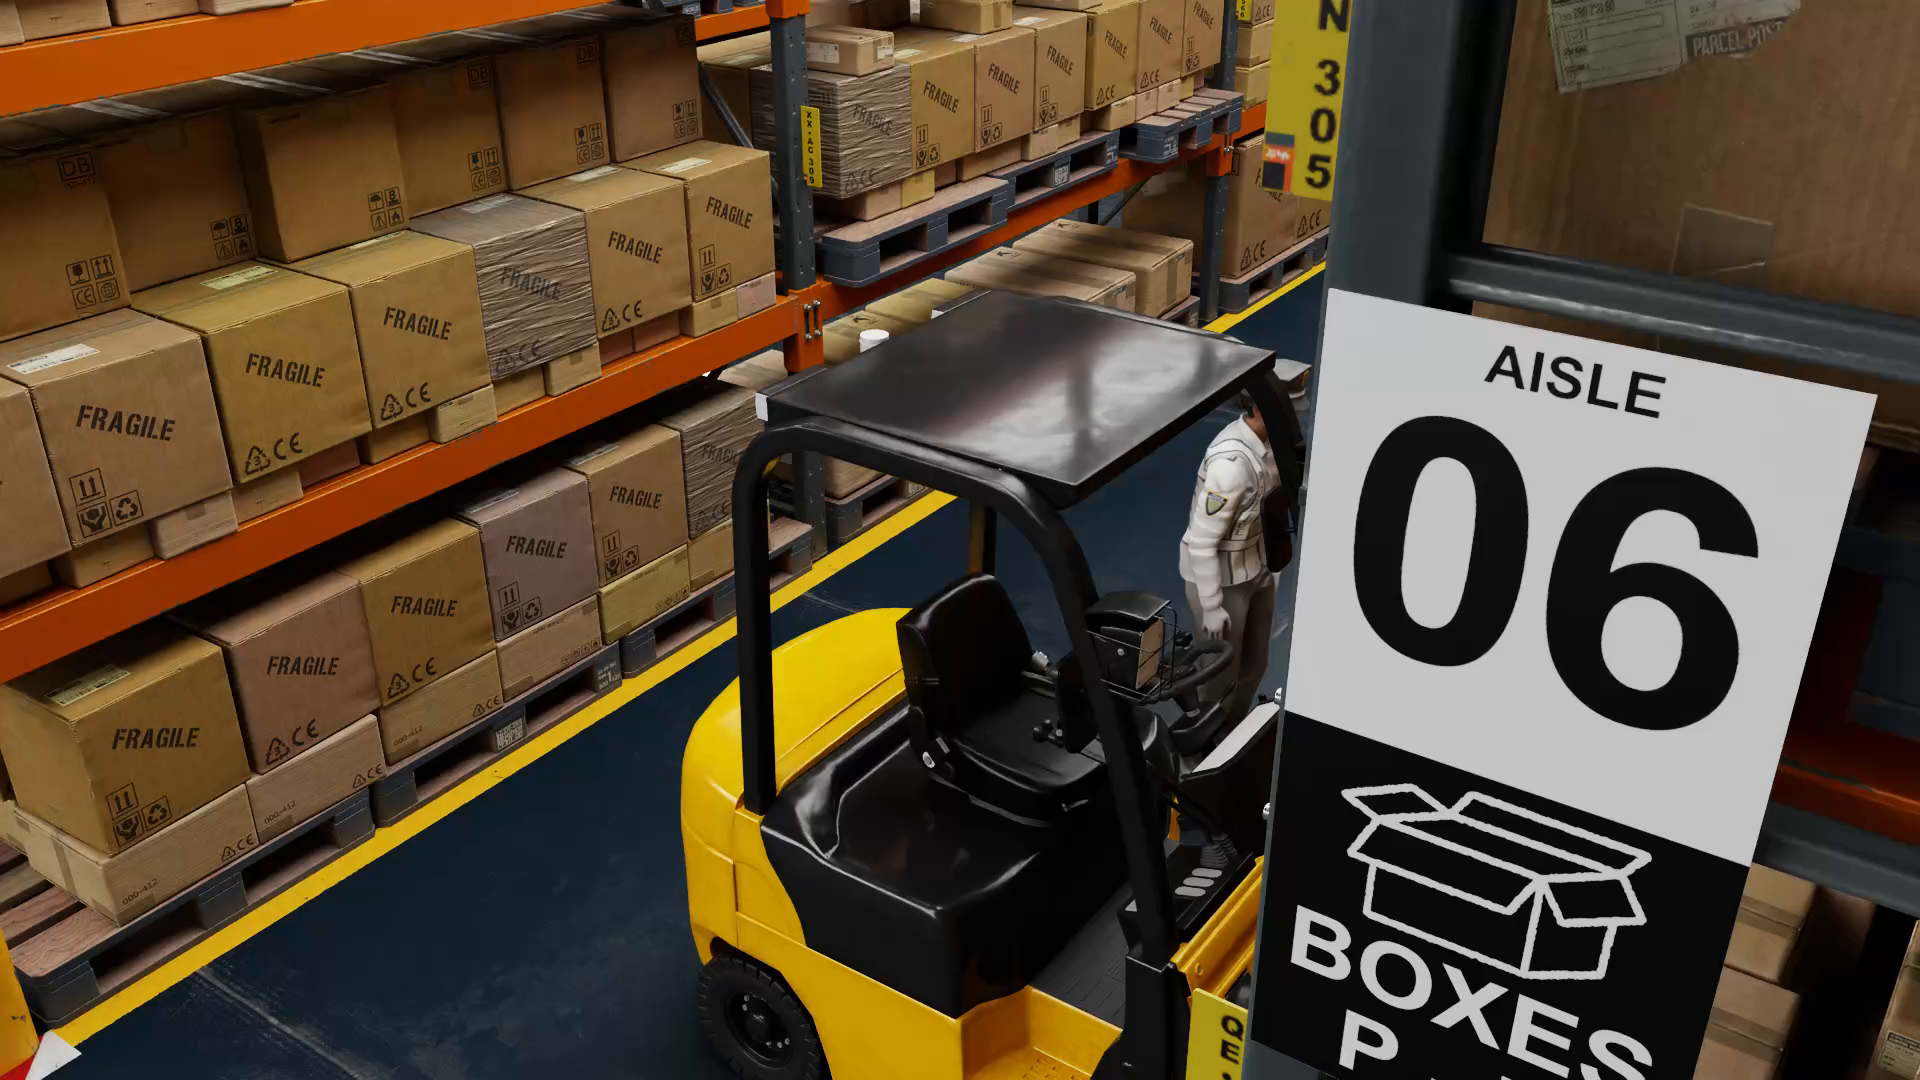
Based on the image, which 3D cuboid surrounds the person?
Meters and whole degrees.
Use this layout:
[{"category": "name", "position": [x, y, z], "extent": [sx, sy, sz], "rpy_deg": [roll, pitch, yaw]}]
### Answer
[{"category": "person", "position": [0.970, 0.150, 5.822], "extent": [0.374, 1.661, 0.528], "rpy_deg": [18, 32, 31]}]
